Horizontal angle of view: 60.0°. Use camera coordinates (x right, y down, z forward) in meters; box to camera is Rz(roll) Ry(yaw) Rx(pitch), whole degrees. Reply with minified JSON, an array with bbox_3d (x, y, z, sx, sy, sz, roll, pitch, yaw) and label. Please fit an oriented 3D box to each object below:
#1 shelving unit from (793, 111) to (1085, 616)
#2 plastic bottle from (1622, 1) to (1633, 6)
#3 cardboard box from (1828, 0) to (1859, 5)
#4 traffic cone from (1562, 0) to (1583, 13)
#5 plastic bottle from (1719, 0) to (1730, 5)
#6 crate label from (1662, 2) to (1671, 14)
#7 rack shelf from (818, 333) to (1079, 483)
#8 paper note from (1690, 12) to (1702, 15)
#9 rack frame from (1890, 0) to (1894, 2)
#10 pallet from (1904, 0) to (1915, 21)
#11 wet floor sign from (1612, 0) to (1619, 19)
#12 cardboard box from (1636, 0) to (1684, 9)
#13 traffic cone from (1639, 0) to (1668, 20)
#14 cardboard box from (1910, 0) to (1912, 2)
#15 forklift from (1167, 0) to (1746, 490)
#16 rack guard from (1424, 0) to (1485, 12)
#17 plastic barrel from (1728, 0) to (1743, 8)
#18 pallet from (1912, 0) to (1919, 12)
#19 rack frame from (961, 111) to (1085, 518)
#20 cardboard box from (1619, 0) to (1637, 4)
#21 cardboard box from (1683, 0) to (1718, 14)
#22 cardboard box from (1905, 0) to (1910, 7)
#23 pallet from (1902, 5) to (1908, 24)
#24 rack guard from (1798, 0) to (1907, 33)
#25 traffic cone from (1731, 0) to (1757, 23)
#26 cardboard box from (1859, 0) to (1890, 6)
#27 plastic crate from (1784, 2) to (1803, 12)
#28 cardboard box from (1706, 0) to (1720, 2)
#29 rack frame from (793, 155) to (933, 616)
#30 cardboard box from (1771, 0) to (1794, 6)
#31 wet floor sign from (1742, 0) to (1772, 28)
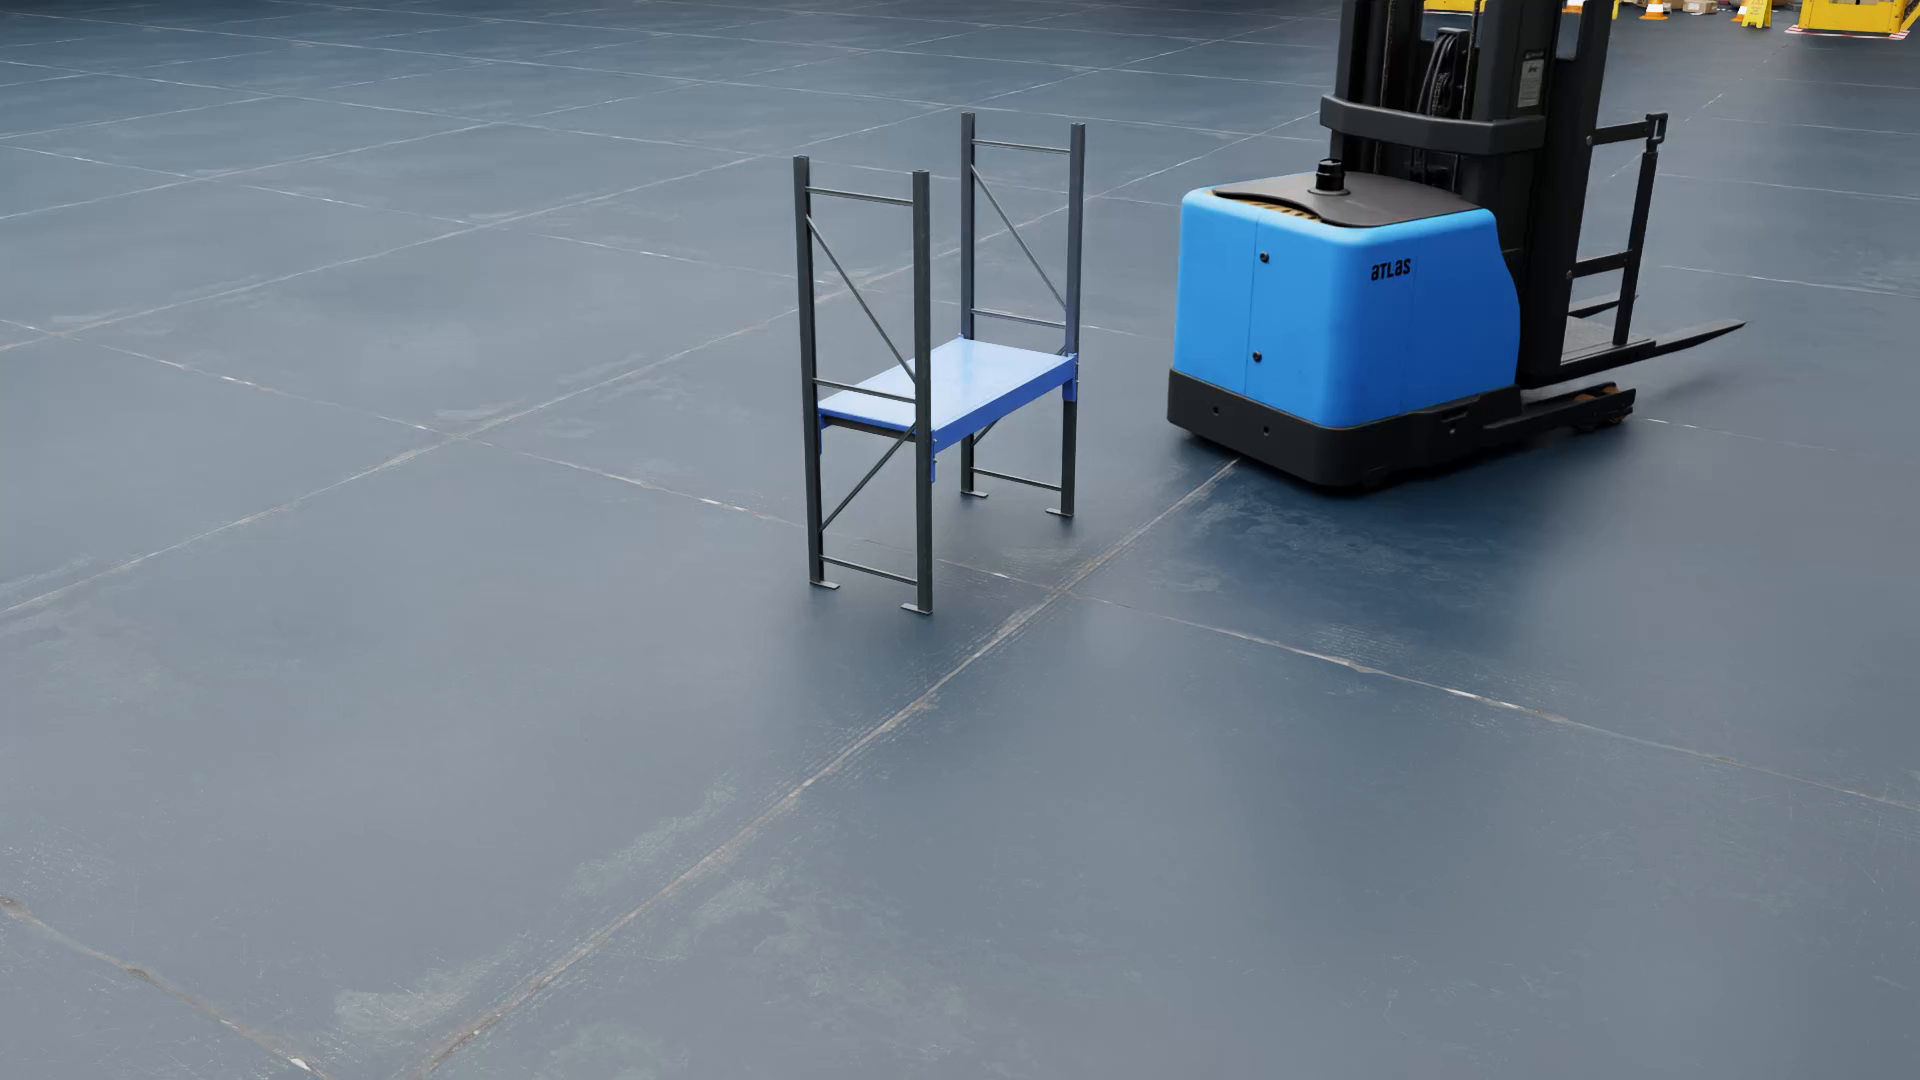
[{"bbox_3d":[-0.045,-0.659,5.886,0.538,1.500,1.048,14,27,29],"label":"shelving unit"},{"bbox_3d":[9.741,-7.839,24.280,0.133,0.061,0.283,5,24,11],"label":"plastic bottle"},{"bbox_3d":[11.661,-7.223,22.092,0.500,0.250,0.500,14,27,29],"label":"cardboard box"},{"bbox_3d":[8.678,-7.676,23.398,0.336,0.463,0.334,14,27,29],"label":"traffic cone"},{"bbox_3d":[11.286,-7.914,24.454,0.133,0.061,0.283,20,30,38],"label":"plastic bottle"},{"bbox_3d":[9.821,-7.453,23.293,0.250,0.136,0.298,1,23,2],"label":"crate label"},{"bbox_3d":[-0.045,-0.494,5.957,0.538,0.185,1.000,14,27,29],"label":"rack shelf"},{"bbox_3d":[10.258,-7.329,23.140,0.148,0.019,0.142,5,24,11],"label":"paper note"},{"bbox_3d":[11.450,-7.955,20.850,1.000,3.000,0.127,14,27,29],"label":"rack frame"},{"bbox_3d":[12.593,-7.378,23.027,1.003,0.211,1.213,14,27,29],"label":"pallet"},{"bbox_3d":[8.859,-7.453,22.654,0.267,0.644,0.232,9,25,20],"label":"wet floor sign"},{"bbox_3d":[10.226,-7.933,23.941,0.797,0.503,0.637,-3,24,-7],"label":"cardboard box"},{"bbox_3d":[9.459,-7.324,22.586,0.336,0.463,0.334,14,27,29],"label":"traffic cone"},{"bbox_3d":[12.664,-7.458,22.633,0.500,0.250,0.500,16,28,32],"label":"cardboard box"},{"bbox_3d":[2.414,-1.981,7.138,3.031,2.935,1.130,-15,28,-31],"label":"forklift"},{"bbox_3d":[7.179,-7.803,23.645,1.175,0.500,0.348,14,27,29],"label":"rack guard"},{"bbox_3d":[11.254,-7.787,23.705,0.421,0.421,0.512,-7,24,-17],"label":"plastic barrel"},{"bbox_3d":[13.236,-7.791,23.982,1.003,0.211,1.213,14,27,29],"label":"pallet"},{"bbox_3d":[0.223,-0.831,6.282,0.500,1.500,0.032,14,27,29],"label":"rack frame"},{"bbox_3d":[9.960,-8.087,24.597,0.396,0.266,0.258,20,30,38],"label":"cardboard box"},{"bbox_3d":[10.425,-7.512,23.415,0.250,0.149,0.380,-12,26,-26],"label":"cardboard box"},{"bbox_3d":[12.386,-7.271,22.202,0.500,0.250,0.500,15,28,31],"label":"cardboard box"},{"bbox_3d":[11.949,-6.968,22.079,1.003,0.211,1.213,14,27,29],"label":"pallet"},{"bbox_3d":[11.490,-6.833,21.406,1.175,0.500,0.348,14,27,29],"label":"rack guard"},{"bbox_3d":[10.581,-7.206,22.313,0.336,0.463,0.334,14,27,29],"label":"traffic cone"},{"bbox_3d":[12.111,-7.100,21.808,0.500,0.250,0.500,14,27,29],"label":"cardboard box"},{"bbox_3d":[12.035,-7.607,23.721,0.402,0.080,0.583,5,24,11],"label":"plastic crate"},{"bbox_3d":[11.307,-8.225,24.915,0.258,0.266,0.396,-3,24,-7],"label":"cardboard box"},{"bbox_3d":[-0.313,-0.488,5.489,0.500,1.500,0.032,14,27,29],"label":"rack frame"},{"bbox_3d":[11.839,-8.082,24.288,0.500,0.500,0.500,-7,24,-17],"label":"cardboard box"},{"bbox_3d":[10.441,-7.035,21.687,0.232,0.644,0.267,-17,29,-35],"label":"wet floor sign"}]
